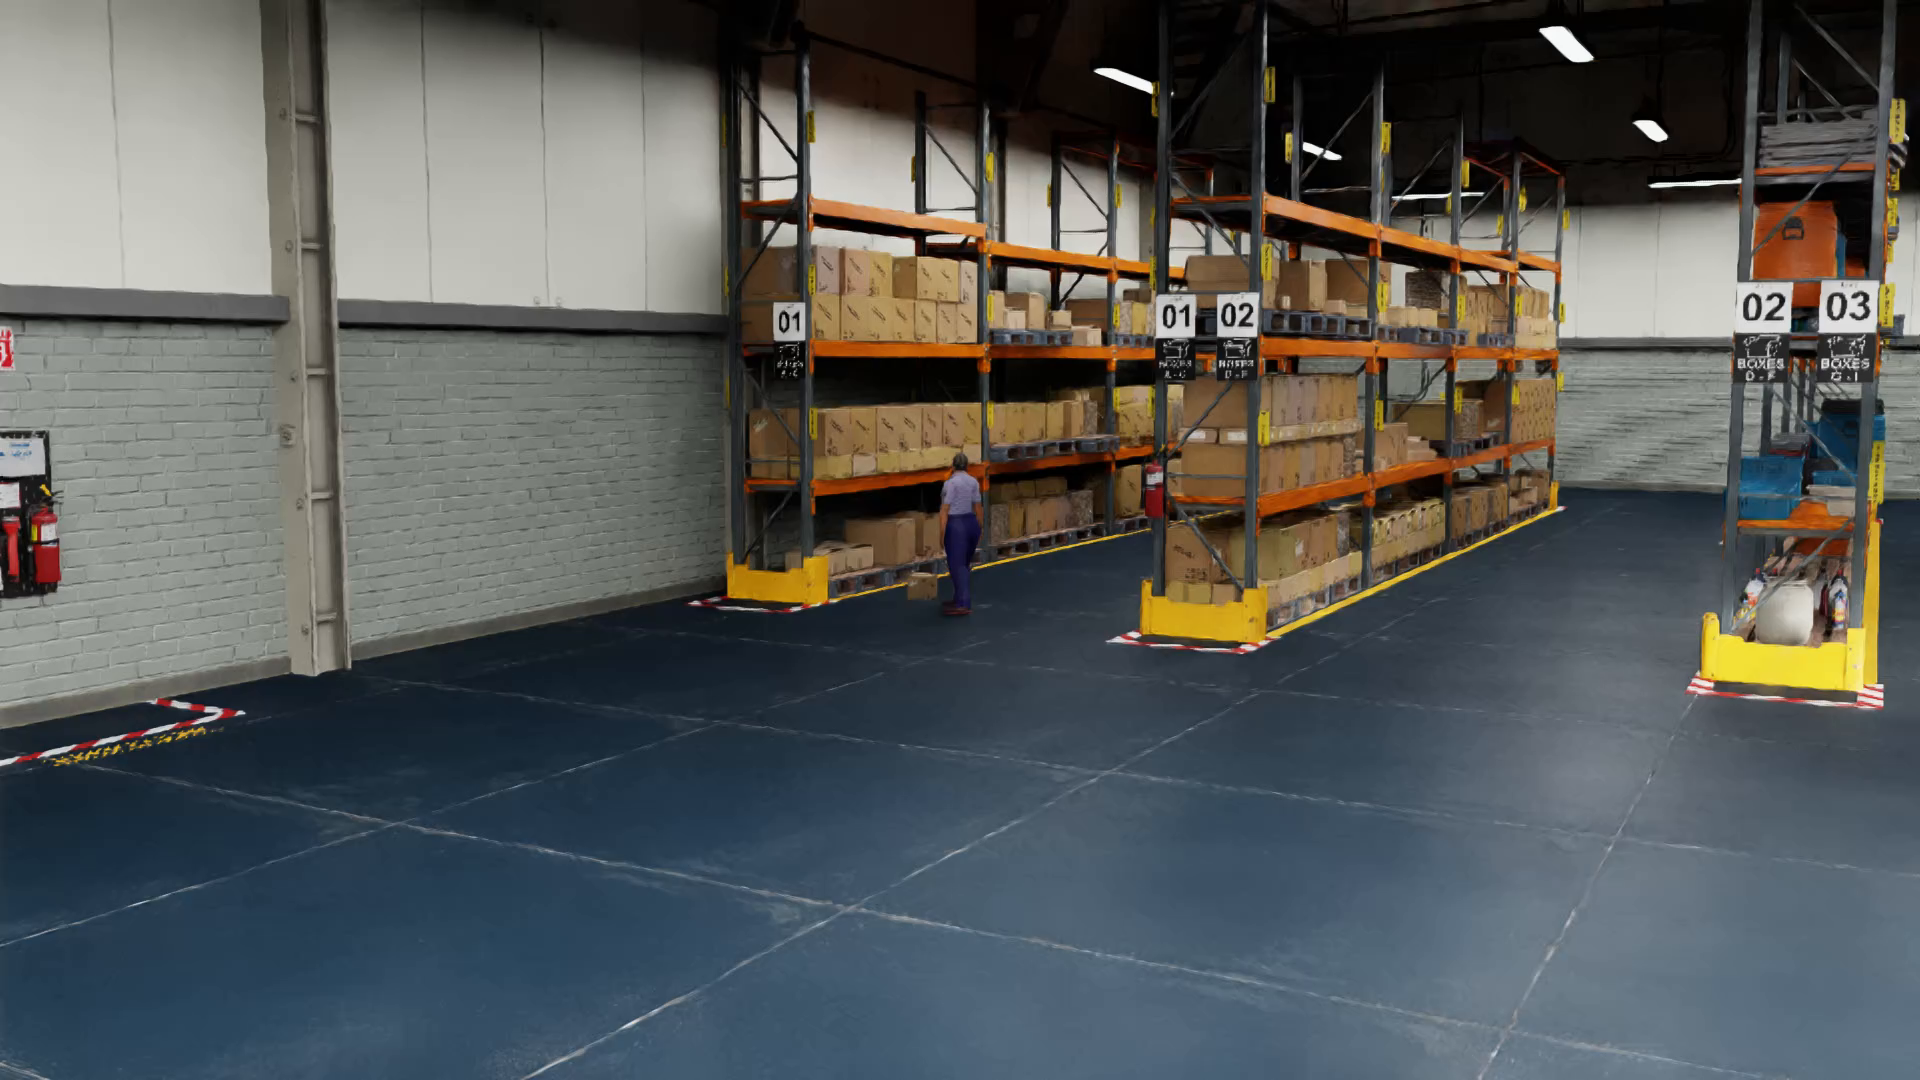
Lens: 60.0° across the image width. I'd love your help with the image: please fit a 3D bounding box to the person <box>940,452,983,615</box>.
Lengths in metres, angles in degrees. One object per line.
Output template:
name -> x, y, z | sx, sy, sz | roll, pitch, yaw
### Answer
person -> -0.024, -0.079, 17.097 | 0.606, 1.625, 0.664 | 5, 8, 40
